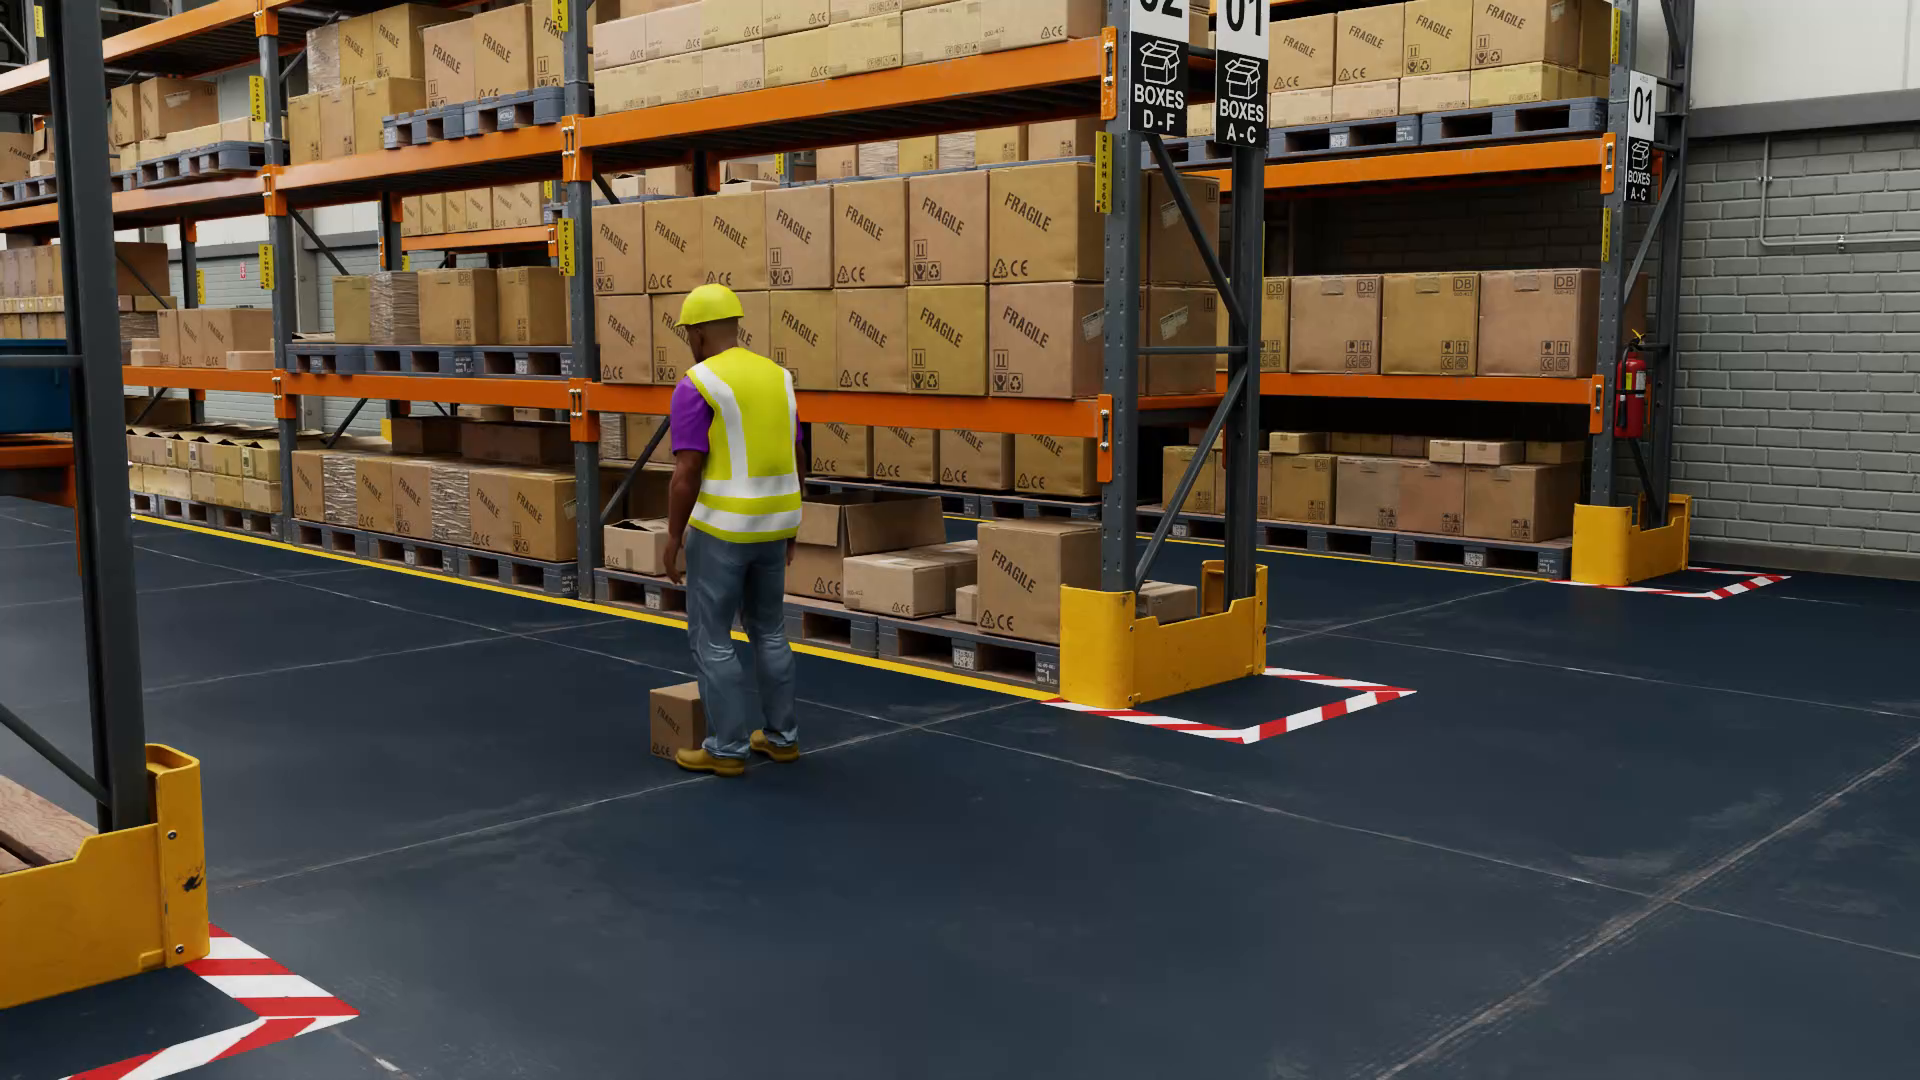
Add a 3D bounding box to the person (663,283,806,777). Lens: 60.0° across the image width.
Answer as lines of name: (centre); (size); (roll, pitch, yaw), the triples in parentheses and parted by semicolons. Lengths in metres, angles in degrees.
person: (-0.823, -0.040, 6.027); (0.460, 1.755, 0.629); (6, 9, 40)
